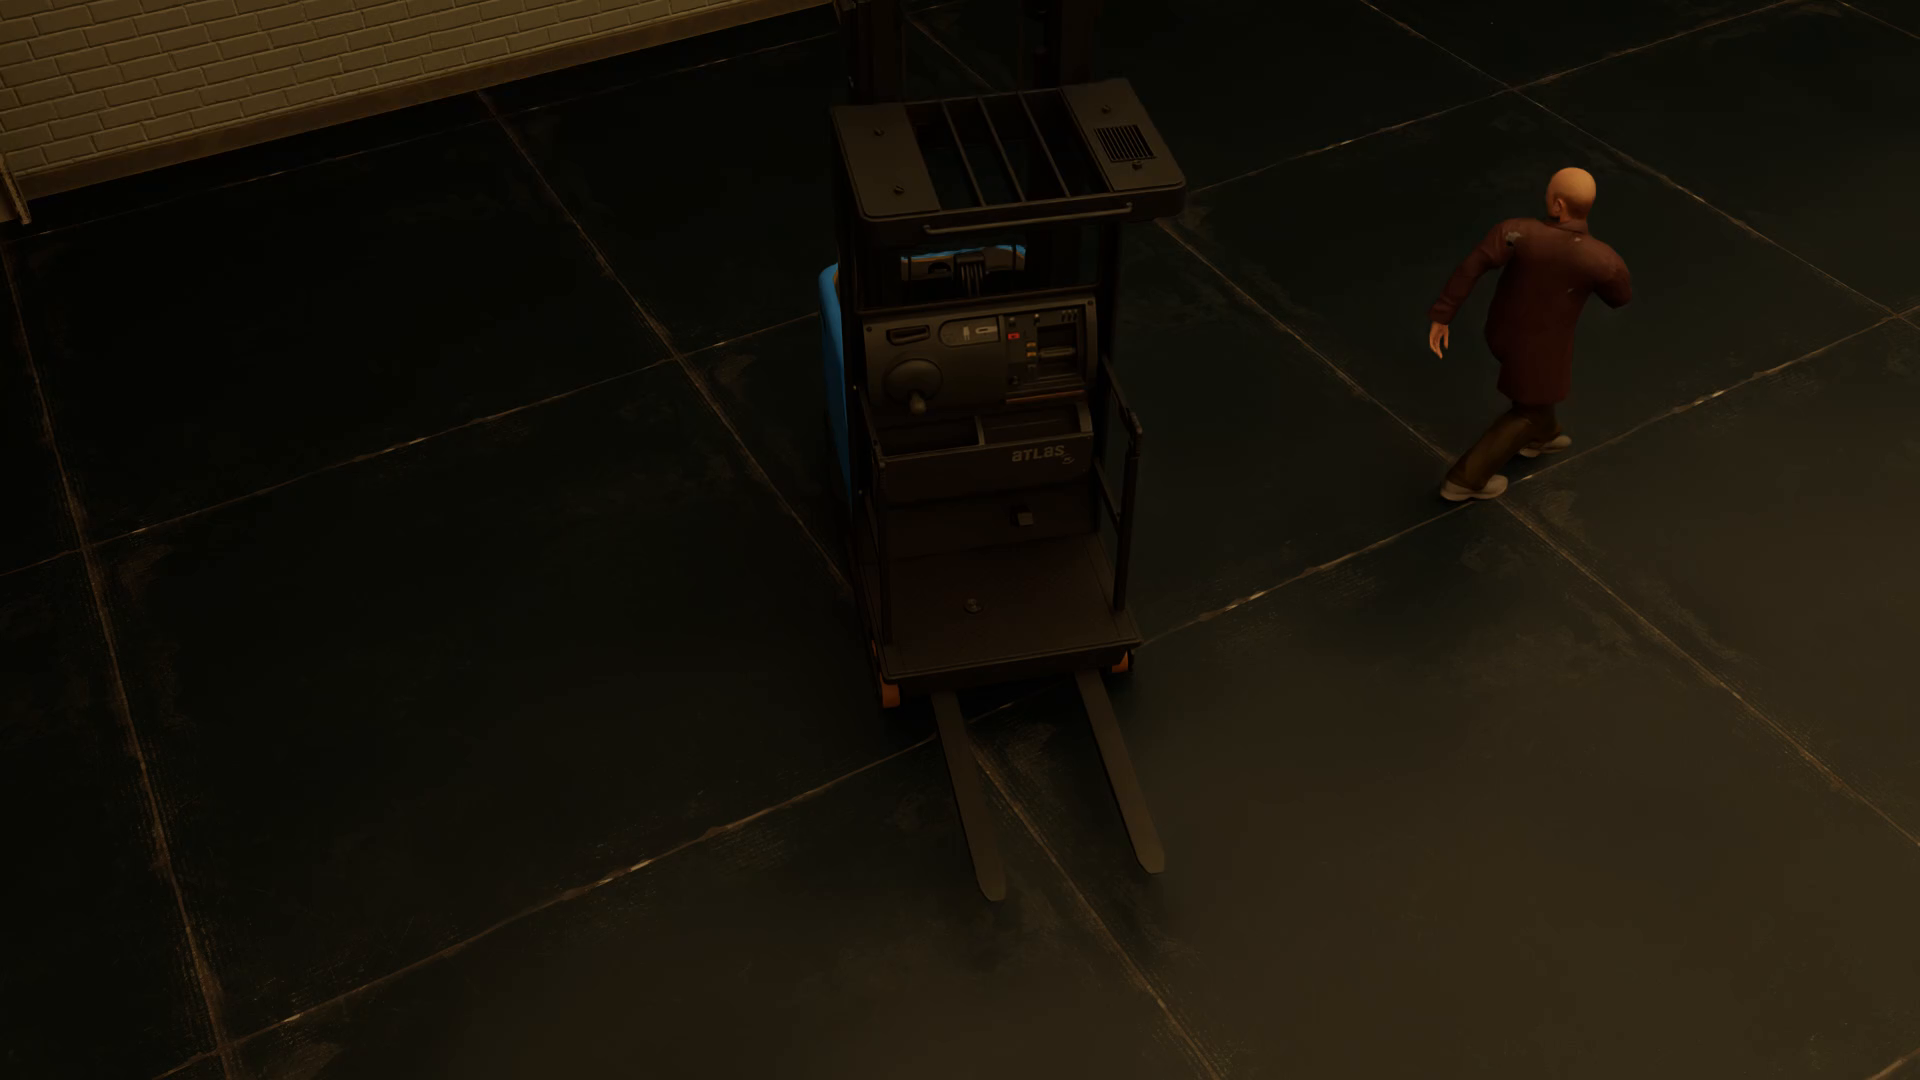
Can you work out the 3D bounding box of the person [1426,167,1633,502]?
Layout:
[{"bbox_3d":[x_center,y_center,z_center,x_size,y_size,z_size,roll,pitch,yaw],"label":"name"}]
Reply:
[{"bbox_3d":[2.647,-0.947,7.650,1.009,1.727,0.613,-27,49,-26],"label":"person"}]

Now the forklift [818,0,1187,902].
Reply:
[{"bbox_3d":[0.130,-0.639,6.386,1.130,2.935,3.031,-8,43,-8],"label":"forklift"}]
